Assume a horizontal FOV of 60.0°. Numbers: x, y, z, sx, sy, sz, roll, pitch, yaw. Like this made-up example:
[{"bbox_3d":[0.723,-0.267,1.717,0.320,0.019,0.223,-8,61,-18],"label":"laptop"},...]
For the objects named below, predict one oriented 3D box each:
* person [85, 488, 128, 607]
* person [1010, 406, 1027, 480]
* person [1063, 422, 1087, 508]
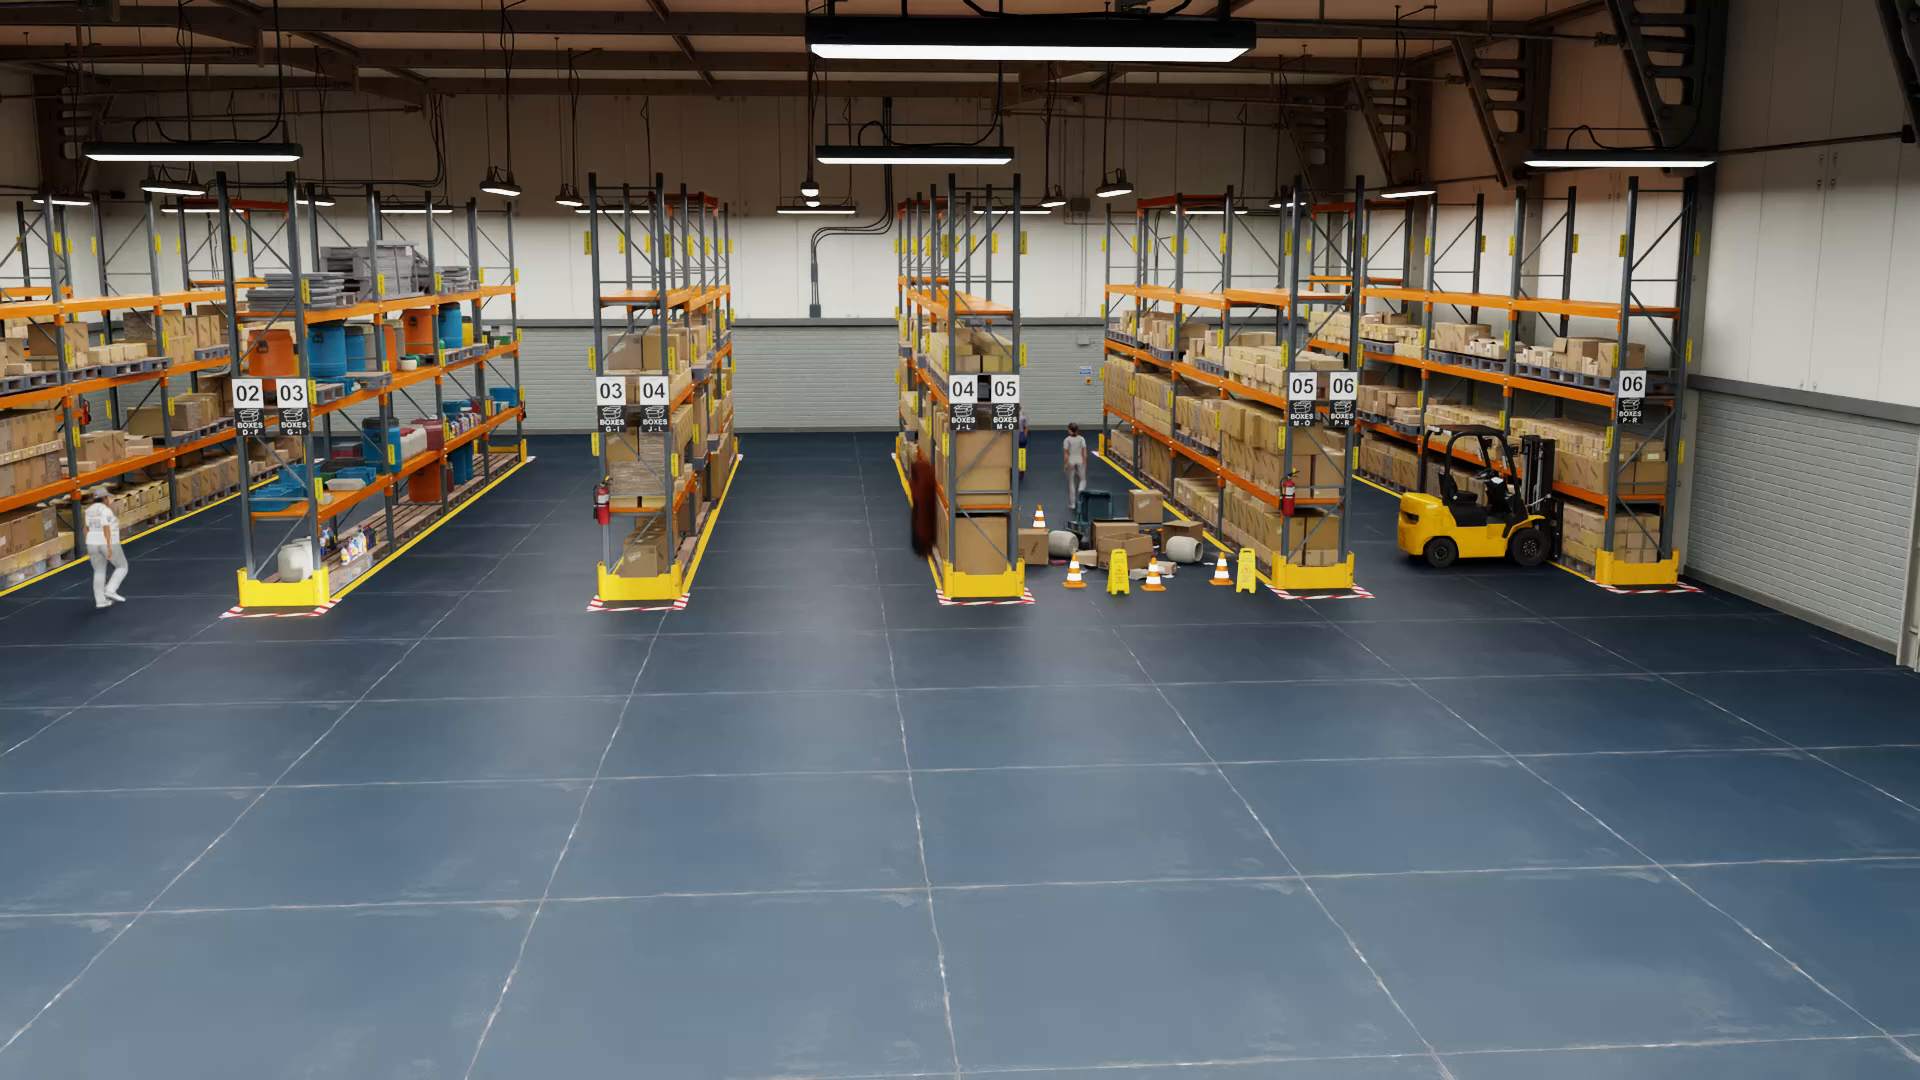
[{"bbox_3d":[-12.018,0.098,23.364,0.545,1.651,0.526,1,10,5],"label":"person"},{"bbox_3d":[1.238,-2.124,36.110,0.495,1.667,0.378,-6,12,-32],"label":"person"},{"bbox_3d":[2.247,-1.423,32.047,0.514,1.645,0.498,-2,10,-11],"label":"person"}]
